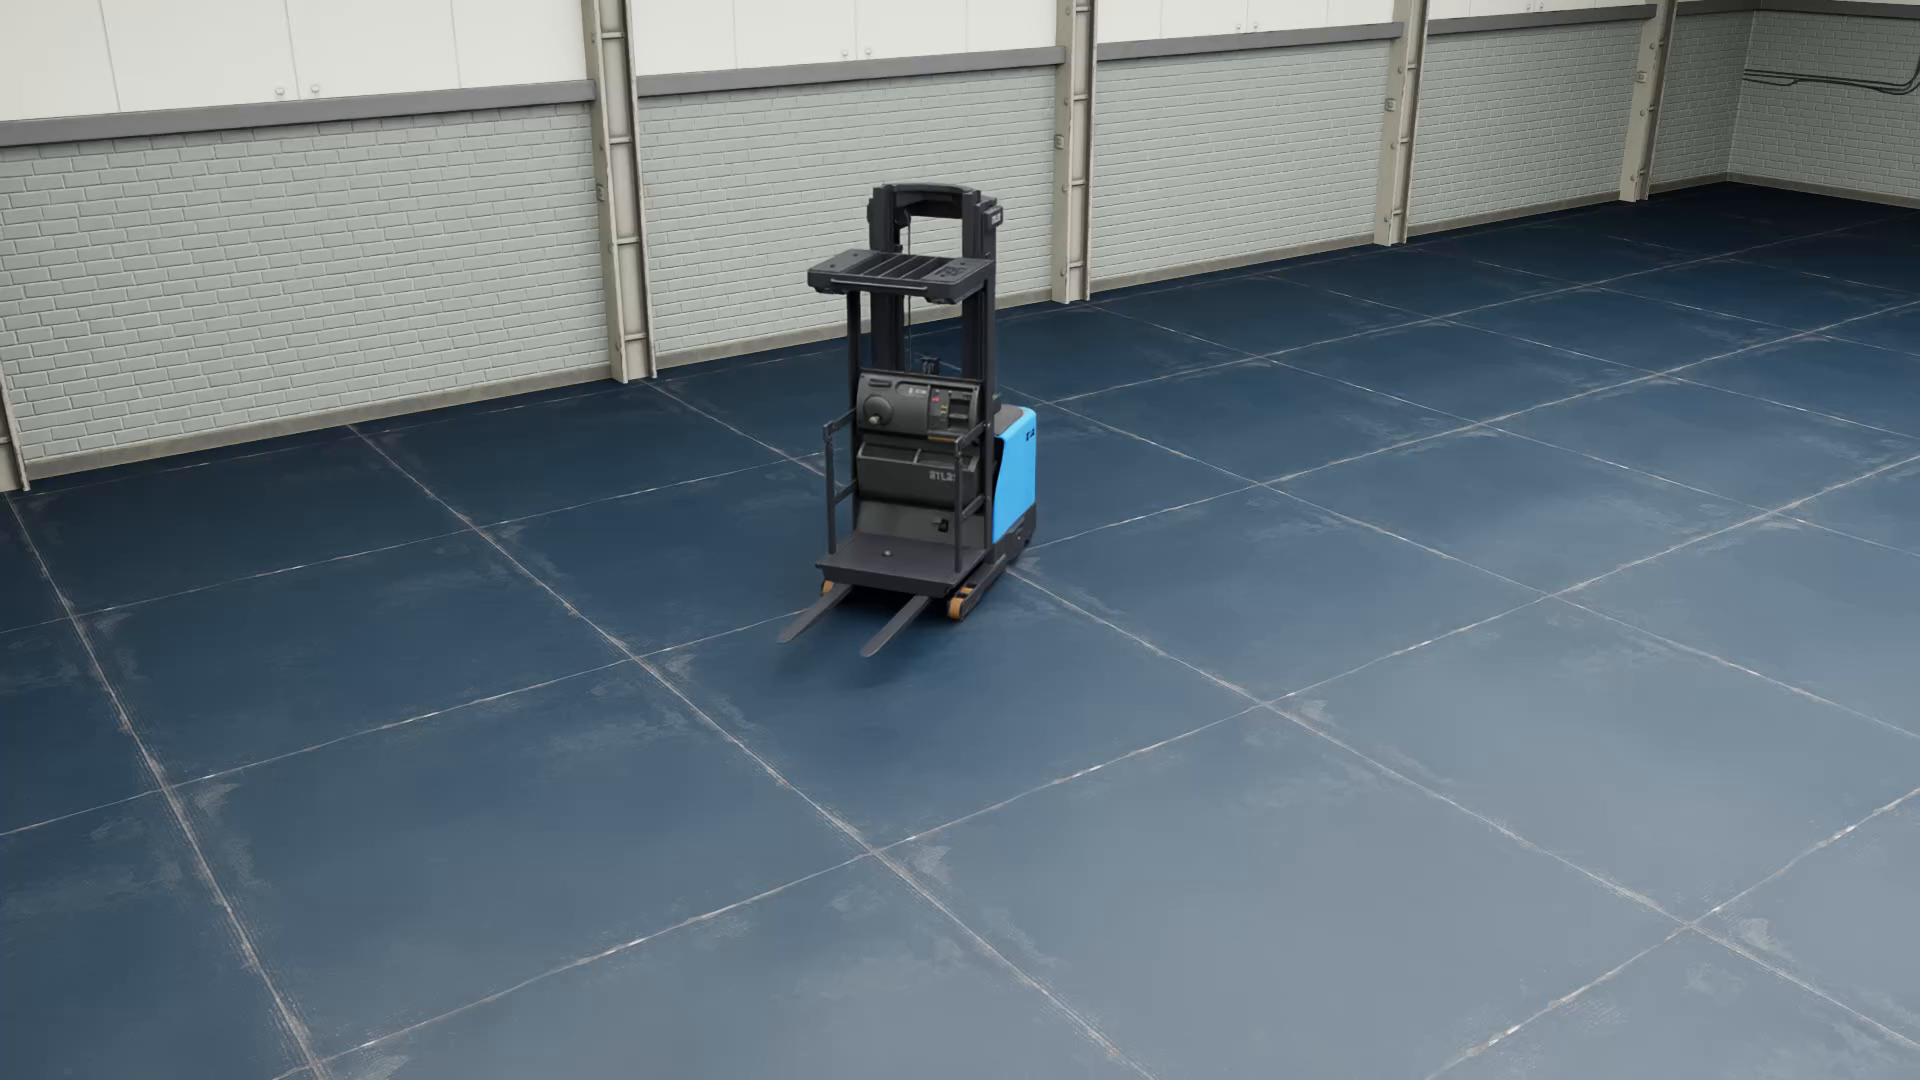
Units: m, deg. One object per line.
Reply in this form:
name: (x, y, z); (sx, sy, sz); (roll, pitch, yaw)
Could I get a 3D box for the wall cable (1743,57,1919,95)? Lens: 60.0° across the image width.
wall cable: (14.294, -8.613, 27.029); (0.112, 2.526, 3.097); (-15, 26, -33)

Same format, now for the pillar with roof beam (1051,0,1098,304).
pillar with roof beam: (3.904, -5.923, 16.098); (0.400, 9.000, 9.100); (-15, 26, -33)

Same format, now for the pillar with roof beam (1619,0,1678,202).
pillar with roof beam: (13.645, -8.520, 22.607); (0.400, 9.000, 9.100); (-15, 26, -33)

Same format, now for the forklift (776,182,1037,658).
forklift: (-0.380, -0.957, 11.839); (1.130, 2.935, 3.031); (8, 23, 19)

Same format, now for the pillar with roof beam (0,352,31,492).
pillar with roof beam: (-5.837, -3.326, 9.589); (0.400, 9.000, 9.100); (-15, 26, -33)

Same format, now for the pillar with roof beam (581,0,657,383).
pillar with roof beam: (-0.967, -4.624, 12.843); (0.400, 9.000, 9.100); (-15, 26, -33)

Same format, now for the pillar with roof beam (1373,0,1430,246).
pillar with roof beam: (8.774, -7.222, 19.352); (0.400, 9.000, 9.100); (-15, 26, -33)
